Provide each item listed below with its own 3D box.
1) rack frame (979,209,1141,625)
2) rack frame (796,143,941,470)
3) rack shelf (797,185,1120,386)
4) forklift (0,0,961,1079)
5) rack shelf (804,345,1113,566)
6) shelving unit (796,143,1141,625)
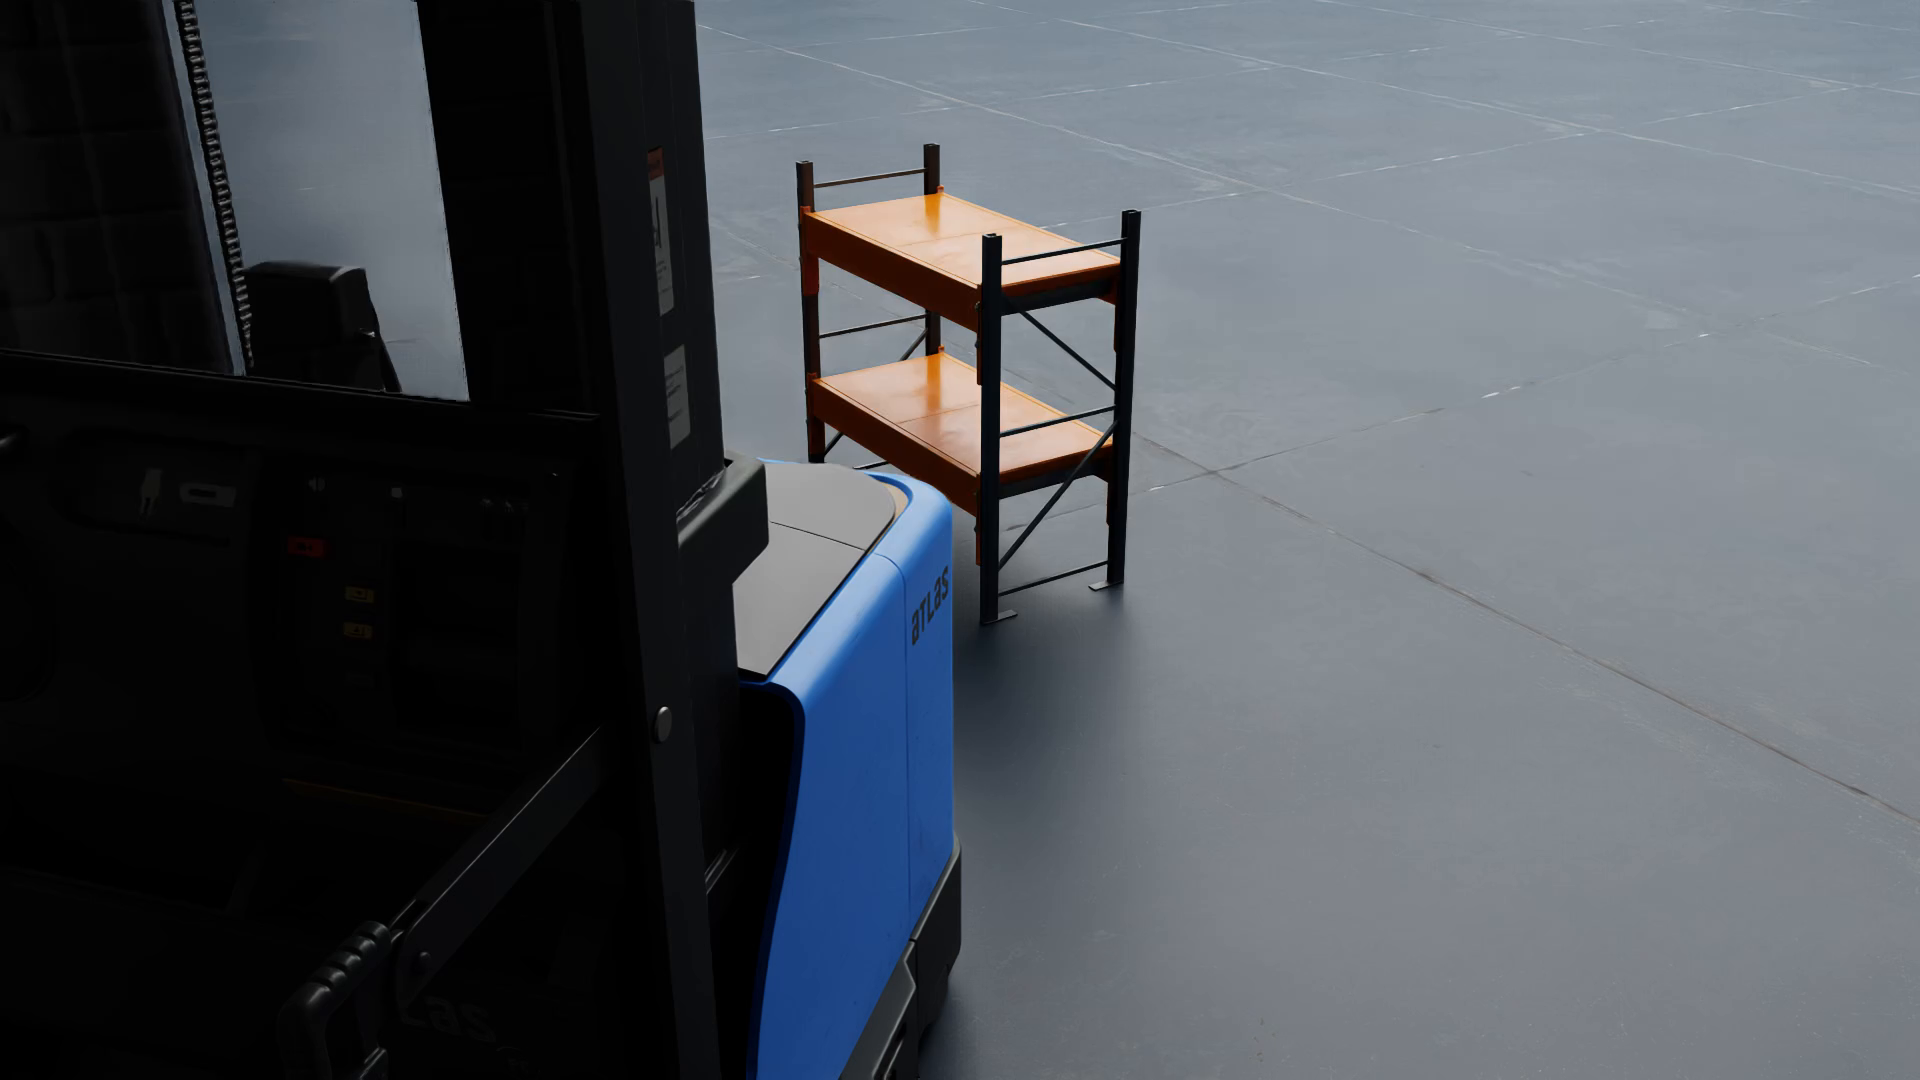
[{"bbox_3d":[0.274,-0.329,4.630,0.500,1.125,0.032,-16,29,-30],"label":"rack frame"},{"bbox_3d":[-0.281,-0.693,5.400,0.500,1.125,0.032,-16,29,-30],"label":"rack frame"},{"bbox_3d":[-0.004,-0.776,4.890,0.538,0.278,1.000,-16,29,-30],"label":"rack shelf"},{"bbox_3d":[-0.905,0.080,1.648,1.130,2.935,3.031,7,26,15],"label":"forklift"},{"bbox_3d":[-0.004,-0.290,5.119,0.538,0.278,1.000,-16,29,-30],"label":"rack shelf"},{"bbox_3d":[-0.004,-0.511,5.015,0.538,1.125,1.048,-16,29,-30],"label":"shelving unit"}]
